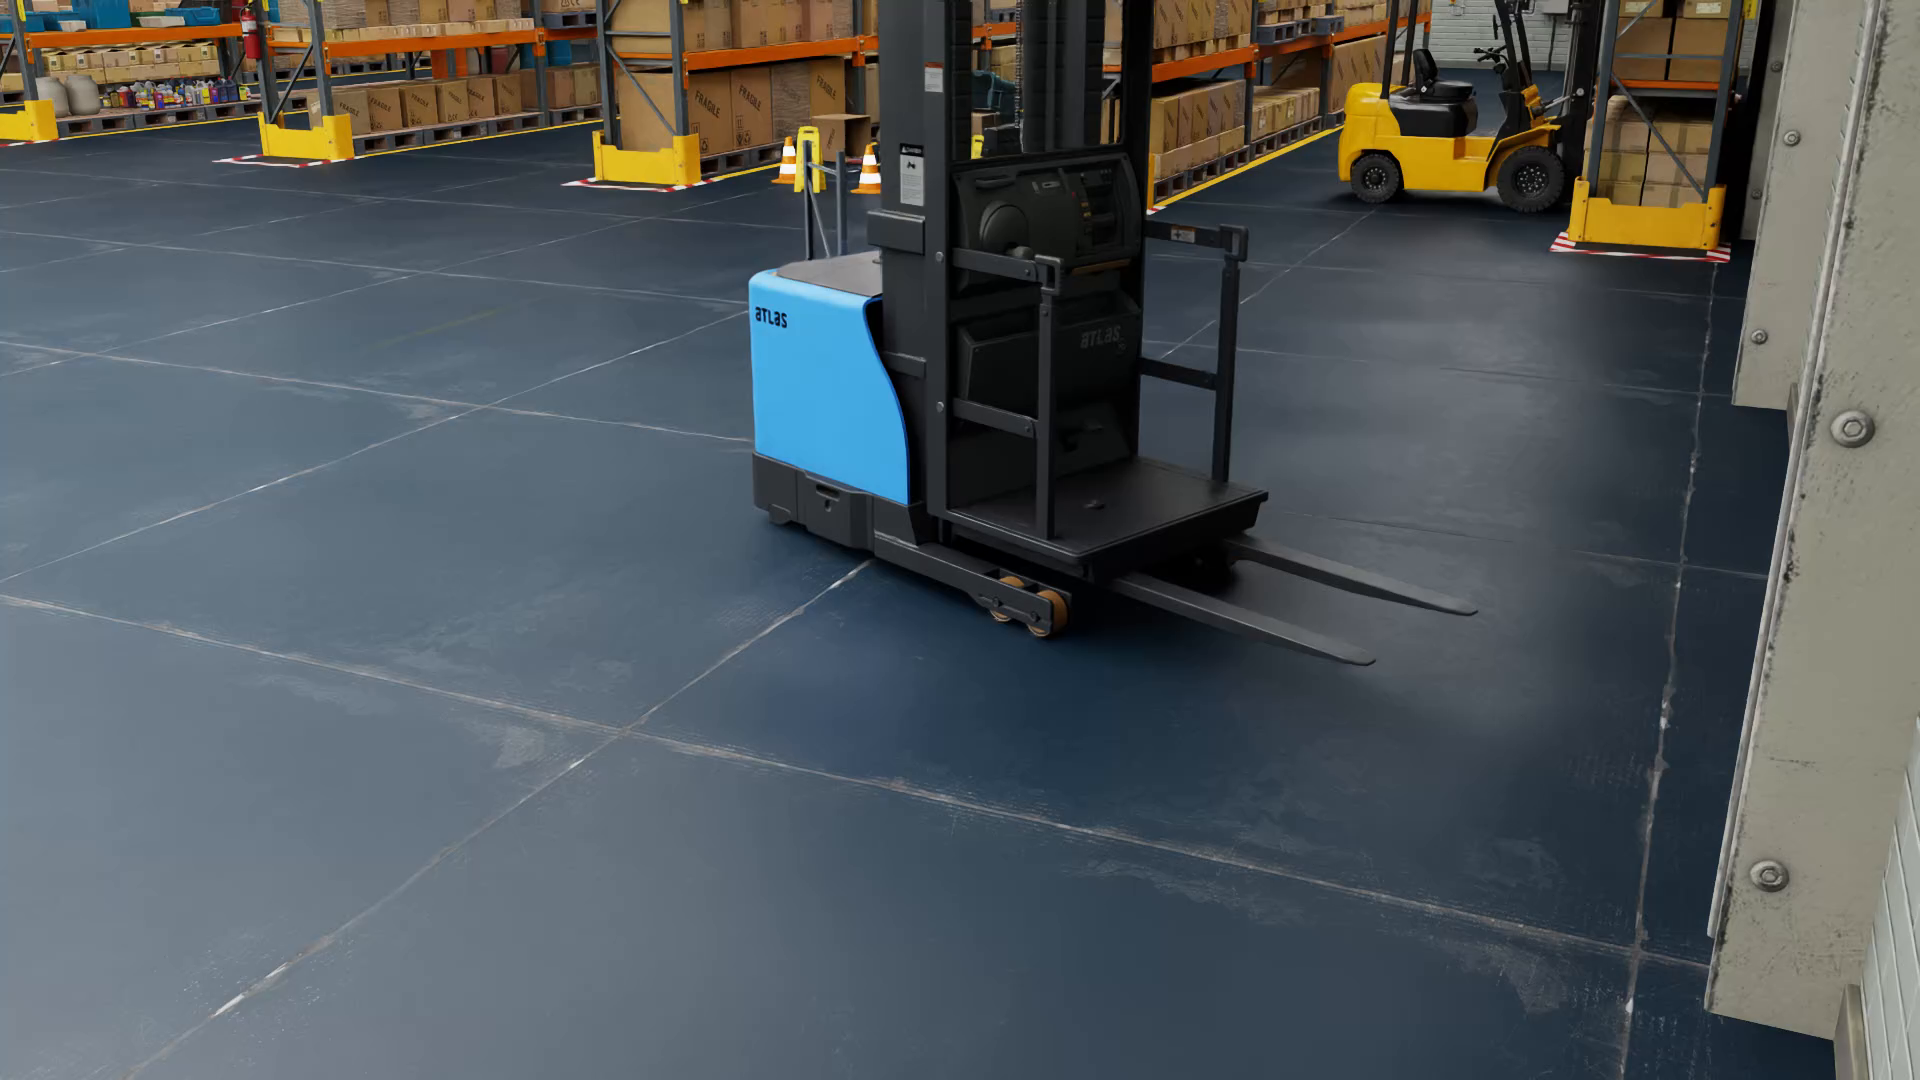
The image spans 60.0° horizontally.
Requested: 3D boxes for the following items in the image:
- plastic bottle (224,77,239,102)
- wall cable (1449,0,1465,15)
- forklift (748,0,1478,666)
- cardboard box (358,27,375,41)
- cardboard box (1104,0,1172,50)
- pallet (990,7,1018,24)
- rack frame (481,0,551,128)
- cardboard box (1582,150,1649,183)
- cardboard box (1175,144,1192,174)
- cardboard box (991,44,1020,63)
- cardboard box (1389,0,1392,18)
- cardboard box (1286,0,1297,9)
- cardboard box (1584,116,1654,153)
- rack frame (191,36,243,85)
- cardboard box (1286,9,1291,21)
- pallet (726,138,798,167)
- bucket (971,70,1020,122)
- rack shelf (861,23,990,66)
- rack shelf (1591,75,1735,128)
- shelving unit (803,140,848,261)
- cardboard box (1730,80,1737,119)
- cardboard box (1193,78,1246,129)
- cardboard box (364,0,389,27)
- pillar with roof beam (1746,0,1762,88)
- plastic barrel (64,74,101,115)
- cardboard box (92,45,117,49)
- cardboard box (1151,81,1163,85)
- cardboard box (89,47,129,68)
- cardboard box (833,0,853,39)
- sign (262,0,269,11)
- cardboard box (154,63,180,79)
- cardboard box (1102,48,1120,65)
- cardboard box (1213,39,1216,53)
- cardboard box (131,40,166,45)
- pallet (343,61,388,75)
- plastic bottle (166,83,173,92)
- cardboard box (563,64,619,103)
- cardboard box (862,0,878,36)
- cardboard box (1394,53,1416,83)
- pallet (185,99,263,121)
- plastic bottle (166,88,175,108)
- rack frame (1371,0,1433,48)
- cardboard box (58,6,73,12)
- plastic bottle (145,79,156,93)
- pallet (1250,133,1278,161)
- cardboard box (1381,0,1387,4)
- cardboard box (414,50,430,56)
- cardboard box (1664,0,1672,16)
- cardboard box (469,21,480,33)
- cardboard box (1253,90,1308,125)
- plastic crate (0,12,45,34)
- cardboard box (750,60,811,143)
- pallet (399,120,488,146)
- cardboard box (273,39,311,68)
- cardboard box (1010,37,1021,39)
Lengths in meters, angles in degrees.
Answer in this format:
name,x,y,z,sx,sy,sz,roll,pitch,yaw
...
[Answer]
name,x,y,z,sx,sy,sz,roll,pitch,yaw
plastic bottle,-10.687,-6.598,24.343,0.144,0.351,0.185,8,21,21
wall cable,10.075,-11.725,33.898,0.585,1.953,0.123,9,21,23
forklift,0.481,-1.226,6.043,1.130,2.935,3.031,-17,26,-40
cardboard box,-7.236,-6.057,19.900,0.380,0.149,0.250,9,21,23
cardboard box,1.682,-4.907,15.698,0.500,0.500,0.500,8,21,22
pallet,0.148,-7.849,24.850,1.213,0.211,1.003,9,21,23
rack frame,-6.168,-7.196,22.726,1.000,3.000,0.127,9,21,23
cardboard box,5.679,-3.263,14.398,0.500,0.250,0.500,8,21,22
cardboard box,2.034,-3.879,16.877,0.500,0.250,0.500,9,22,25
cardboard box,0.665,-7.413,25.322,0.500,0.250,0.500,8,21,22
cardboard box,6.580,-8.436,26.065,0.500,0.500,0.500,9,22,24
cardboard box,3.746,-6.628,19.909,0.500,0.500,0.500,8,21,22
cardboard box,5.669,-3.491,14.292,0.500,0.250,0.500,9,22,25
rack frame,-13.566,-9.779,29.990,1.000,3.000,0.127,9,21,23
cardboard box,3.791,-6.362,20.129,0.380,0.149,0.250,9,21,23
pallet,-2.565,-4.575,19.517,1.003,0.211,1.213,9,21,23
bucket,0.363,-5.300,20.013,0.726,0.611,0.620,18,16,41
rack shelf,-0.865,-6.757,22.566,1.077,0.370,4.000,9,21,23
rack shelf,6.584,-4.206,15.392,1.077,0.370,4.000,9,21,23
shelving unit,-0.142,-1.141,7.940,1.083,1.500,0.587,-8,21,-22
cardboard box,9.905,-5.798,21.900,0.500,0.500,0.500,10,22,25
cardboard box,2.876,-4.874,18.556,0.500,0.500,0.500,8,21,22
cardboard box,-7.460,-6.494,20.160,0.875,0.500,0.500,9,21,23
pillar with roof beam,10.316,-12.942,29.931,9.100,9.000,0.400,9,21,23
plastic barrel,-11.919,-6.043,22.572,0.421,0.512,0.421,0,20,0
cardboard box,-14.677,-8.351,28.615,0.500,0.311,0.500,8,21,22
cardboard box,1.963,-4.984,17.897,0.380,0.149,0.250,10,22,26
cardboard box,-14.387,-8.126,27.981,0.500,0.311,0.500,8,21,21
cardboard box,-1.824,-6.441,20.379,0.875,0.550,0.550,9,21,23
sign,-10.189,-7.927,24.369,0.100,0.325,0.005,9,21,23
cardboard box,-13.975,-8.176,28.958,0.500,0.250,0.500,9,22,24
cardboard box,1.563,-4.571,15.719,0.380,0.149,0.250,9,21,23
cardboard box,2.475,-5.193,17.468,0.380,0.149,0.250,8,21,22
cardboard box,-16.958,-10.377,34.252,0.750,0.750,0.750,9,22,24
pallet,-12.227,-9.434,33.182,1.003,0.211,1.213,9,21,23
plastic bottle,-11.499,-6.500,24.184,0.097,0.271,0.097,0,20,0
cardboard box,-5.456,-6.725,24.475,0.700,0.500,0.500,7,21,18
cardboard box,-1.223,-6.655,21.057,0.500,0.500,0.500,9,21,23
cardboard box,7.241,-7.999,28.181,0.875,0.438,0.875,9,22,24
pallet,-11.000,-6.362,24.543,1.003,0.211,1.213,9,21,23
plastic bottle,-11.116,-6.221,23.401,0.097,0.271,0.097,0,20,0
rack frame,7.787,-9.505,29.218,1.000,3.000,0.127,9,21,23
cardboard box,-14.655,-8.681,27.277,0.380,0.149,0.250,9,21,23
plastic bottle,-11.647,-6.457,23.946,0.144,0.351,0.185,8,21,22
pallet,3.191,-4.761,20.040,1.003,0.211,1.213,9,21,23
cardboard box,6.190,-8.279,25.248,0.500,0.250,0.500,9,21,23
cardboard box,-11.214,-10.239,34.854,0.380,0.166,0.250,9,21,23
cardboard box,5.891,-4.584,14.264,0.380,0.149,0.250,9,21,24
cardboard box,-6.479,-6.678,21.645,0.380,0.149,0.250,9,21,23
cardboard box,3.976,-5.621,21.592,0.950,0.372,0.625,8,21,22
plastic crate,-12.393,-6.777,21.770,0.499,0.251,0.616,9,21,23
cardboard box,-2.371,-5.223,19.722,0.875,0.875,0.875,9,21,23
pallet,-6.909,-5.298,21.550,1.003,0.211,1.213,9,21,23
cardboard box,-12.700,-9.222,31.497,0.500,0.500,0.500,8,21,22
cardboard box,1.048,-8.114,27.292,0.500,0.250,0.500,8,21,20
